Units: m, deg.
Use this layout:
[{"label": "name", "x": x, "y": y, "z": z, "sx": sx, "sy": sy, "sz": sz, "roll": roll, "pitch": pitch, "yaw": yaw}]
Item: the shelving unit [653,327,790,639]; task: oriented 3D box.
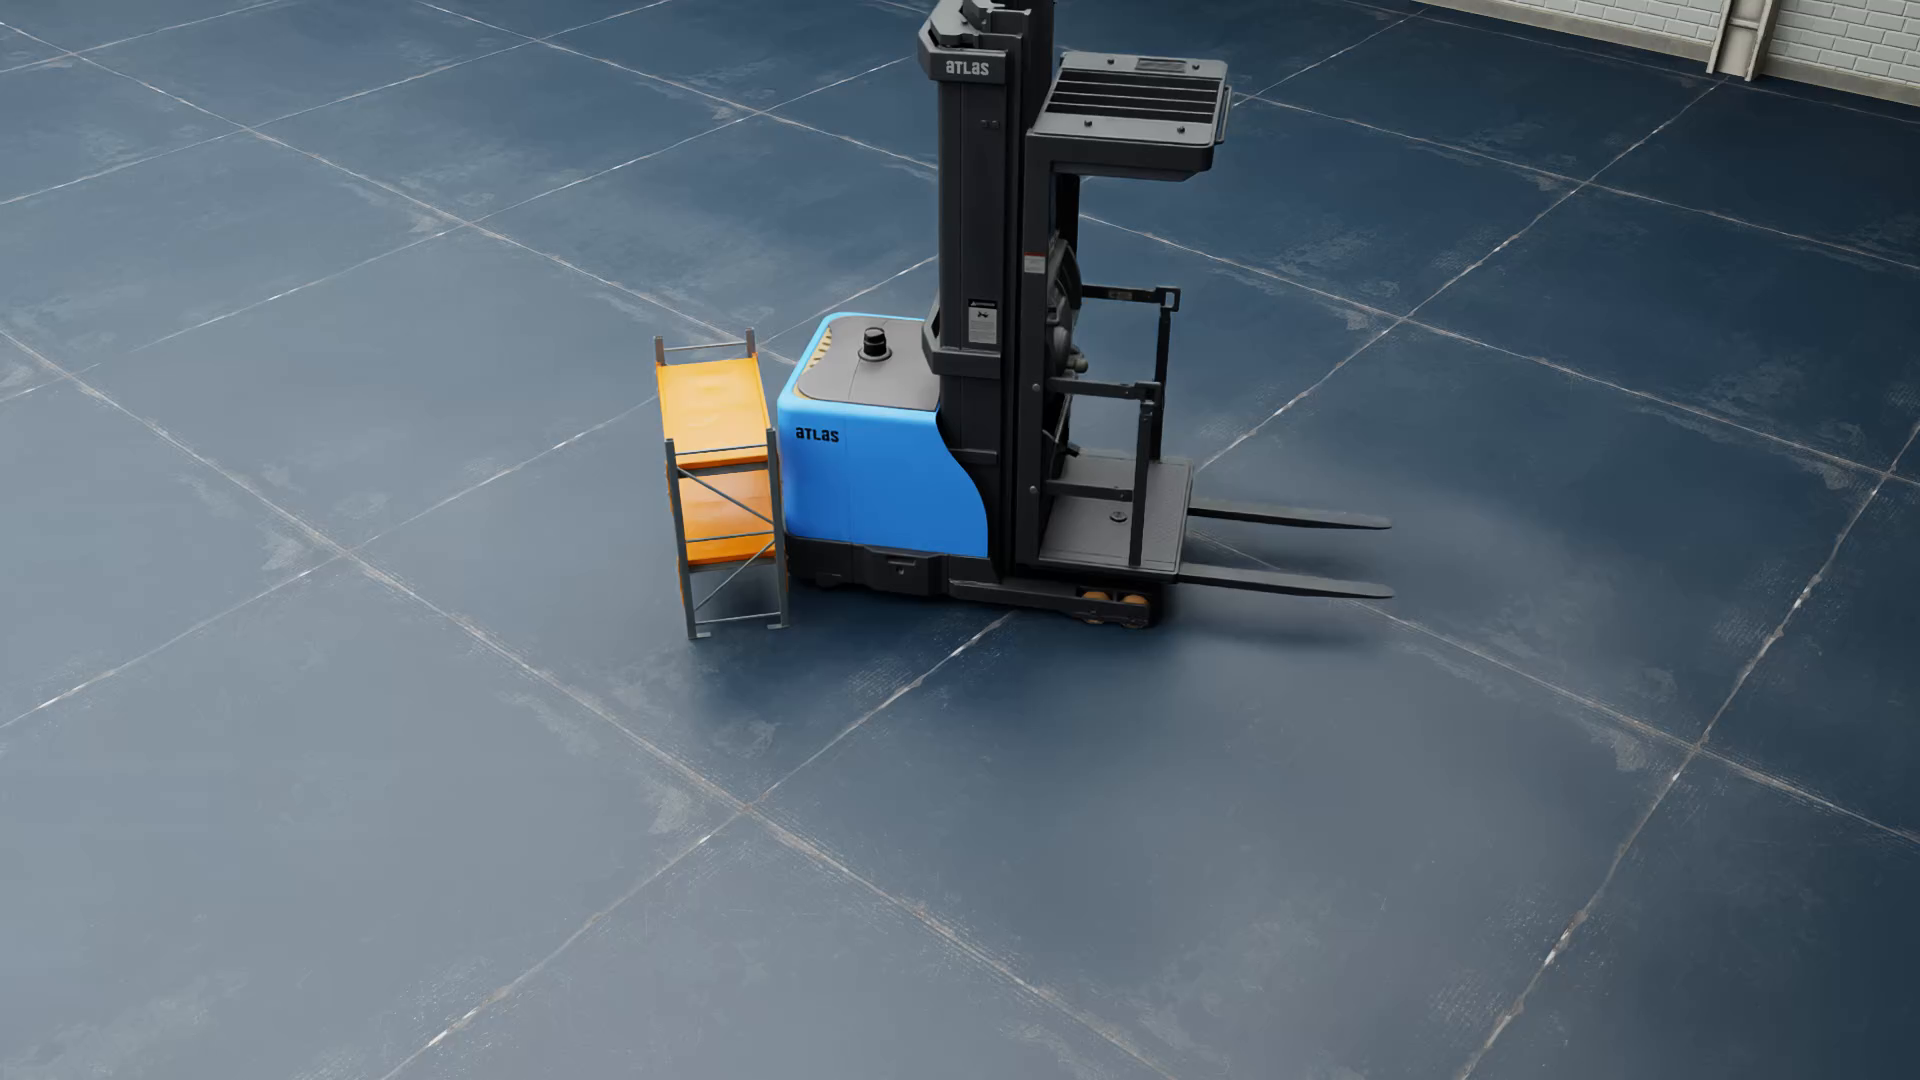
[{"label": "shelving unit", "x": -1.187, "y": -0.297, "z": 8.269, "sx": 0.538, "sy": 1.125, "sz": 1.048, "roll": -7, "pitch": 35, "yaw": -9}]

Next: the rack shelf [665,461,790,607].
[{"label": "rack shelf", "x": -1.186, "y": -0.095, "z": 8.407, "sx": 0.538, "sy": 0.278, "sz": 1.000, "roll": -7, "pitch": 35, "yaw": -9}]

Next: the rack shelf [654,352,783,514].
[{"label": "rack shelf", "x": -1.188, "y": -0.538, "z": 8.103, "sx": 0.538, "sy": 0.278, "sz": 1.000, "roll": -7, "pitch": 35, "yaw": -9}]

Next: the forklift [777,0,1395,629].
[{"label": "forklift", "x": 0.677, "y": -1.099, "z": 7.843, "sx": 3.031, "sy": 2.935, "sz": 1.130, "roll": 6, "pitch": 35, "yaw": 9}]

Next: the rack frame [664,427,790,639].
[{"label": "rack frame", "x": -1.087, "y": -0.014, "z": 7.858, "sx": 0.500, "sy": 1.125, "sz": 0.032, "roll": -7, "pitch": 35, "yaw": -9}]

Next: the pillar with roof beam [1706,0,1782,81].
[{"label": "pillar with roof beam", "x": 4.209, "y": -6.044, "z": 9.684, "sx": 0.400, "sy": 9.000, "sz": 9.100, "roll": 25, "pitch": 42, "yaw": 32}]

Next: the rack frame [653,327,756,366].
[{"label": "rack frame", "x": -1.287, "y": -0.579, "z": 8.680, "sx": 0.500, "sy": 1.125, "sz": 0.032, "roll": -7, "pitch": 35, "yaw": -9}]
